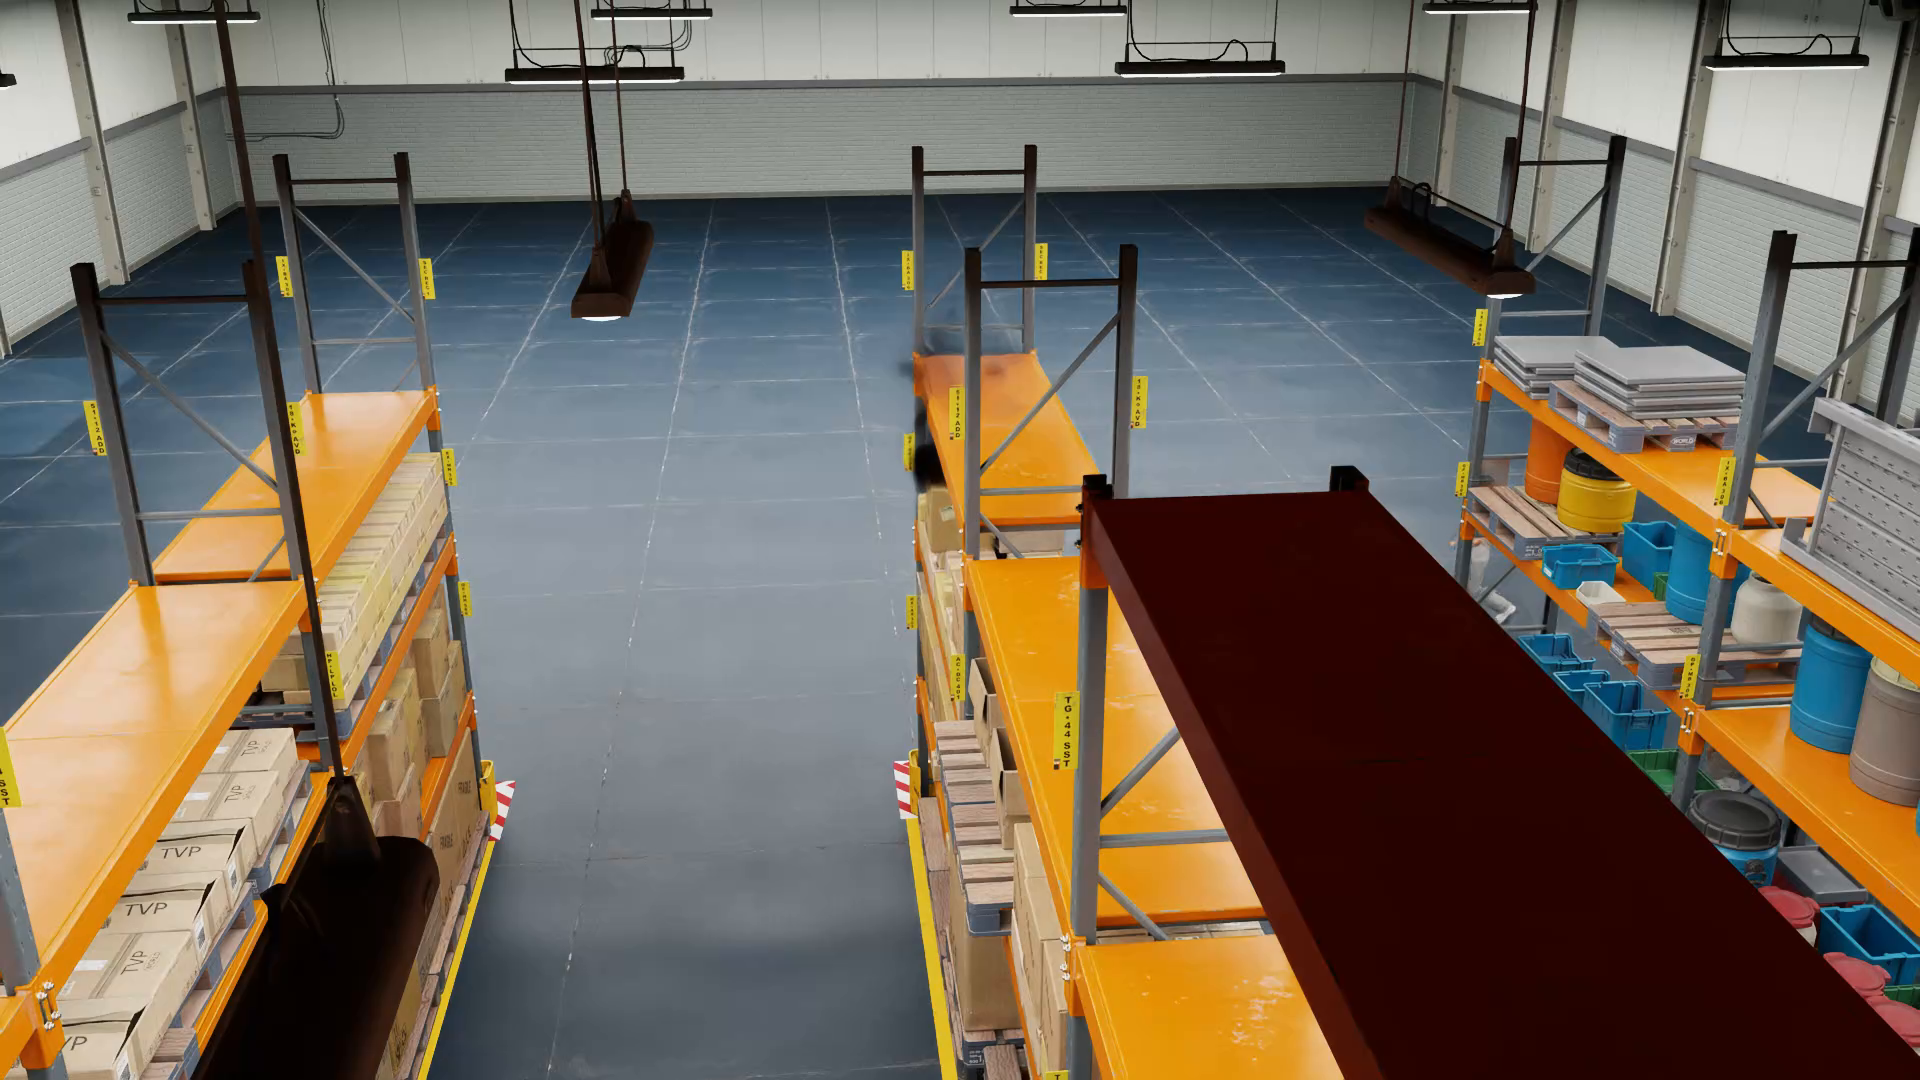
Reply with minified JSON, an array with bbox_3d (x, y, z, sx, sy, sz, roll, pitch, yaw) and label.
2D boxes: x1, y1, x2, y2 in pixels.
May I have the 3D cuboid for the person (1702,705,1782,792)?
[{"bbox_3d":[6.888,1.833,14.697,0.667,1.730,0.622,-2,22,-6],"label":"person"}]

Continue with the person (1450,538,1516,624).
[{"bbox_3d":[5.906,0.199,18.863,0.907,1.645,0.593,10,24,23],"label":"person"}]
